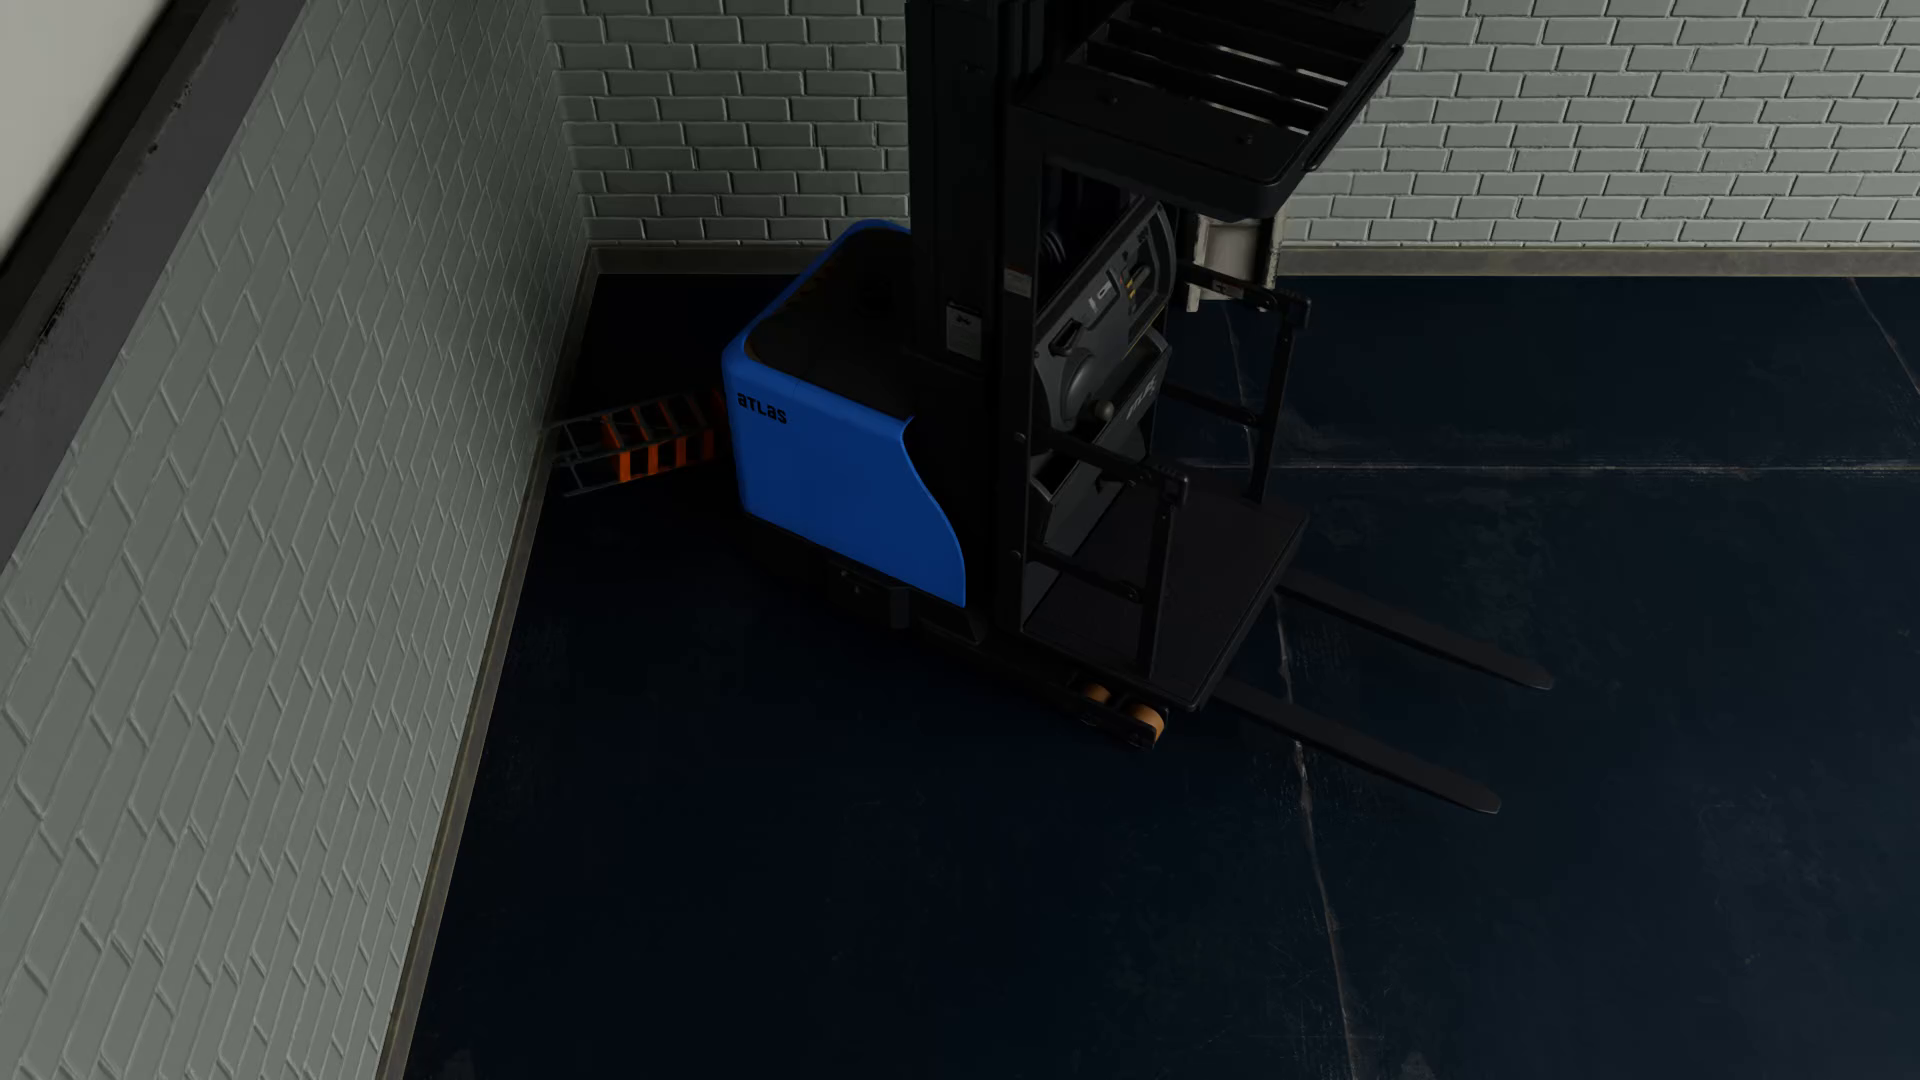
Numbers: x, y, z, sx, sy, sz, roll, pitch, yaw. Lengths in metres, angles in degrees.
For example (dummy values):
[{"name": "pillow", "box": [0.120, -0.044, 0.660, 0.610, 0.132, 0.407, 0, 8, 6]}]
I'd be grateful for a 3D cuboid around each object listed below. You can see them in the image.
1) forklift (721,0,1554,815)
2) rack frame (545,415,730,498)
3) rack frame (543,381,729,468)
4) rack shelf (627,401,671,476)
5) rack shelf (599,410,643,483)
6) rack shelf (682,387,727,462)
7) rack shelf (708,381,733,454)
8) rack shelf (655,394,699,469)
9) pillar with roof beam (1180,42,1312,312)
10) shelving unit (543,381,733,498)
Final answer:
[{"name": "forklift", "box": [0.662, -0.693, 5.393, 3.031, 2.935, 1.130, 23, 51, 20]}, {"name": "rack frame", "box": [-1.127, -0.418, 7.024, 1.200, 0.006, 0.240, -17, 55, -23]}, {"name": "rack frame", "box": [-1.102, -0.534, 6.885, 1.200, 0.006, 0.240, -17, 55, -23]}, {"name": "rack shelf", "box": [-1.288, -0.424, 6.880, 0.103, 0.180, 0.258, -17, 55, -23]}, {"name": "rack shelf", "box": [-1.394, -0.392, 6.834, 0.103, 0.180, 0.258, -17, 55, -23]}, {"name": "rack shelf", "box": [-1.076, -0.488, 6.971, 0.103, 0.180, 0.258, -17, 55, -23]}, {"name": "rack shelf", "box": [-0.969, -0.520, 7.017, 0.103, 0.180, 0.258, -17, 55, -23]}, {"name": "rack shelf", "box": [-1.182, -0.456, 6.925, 0.103, 0.180, 0.258, -17, 55, -23]}, {"name": "pillar with roof beam", "box": [1.231, -1.091, 1.617, 0.400, 9.000, 9.100, 0, 47, 0]}, {"name": "shelving unit", "box": [-1.115, -0.476, 6.954, 1.200, 0.189, 0.258, -17, 55, -23]}]
